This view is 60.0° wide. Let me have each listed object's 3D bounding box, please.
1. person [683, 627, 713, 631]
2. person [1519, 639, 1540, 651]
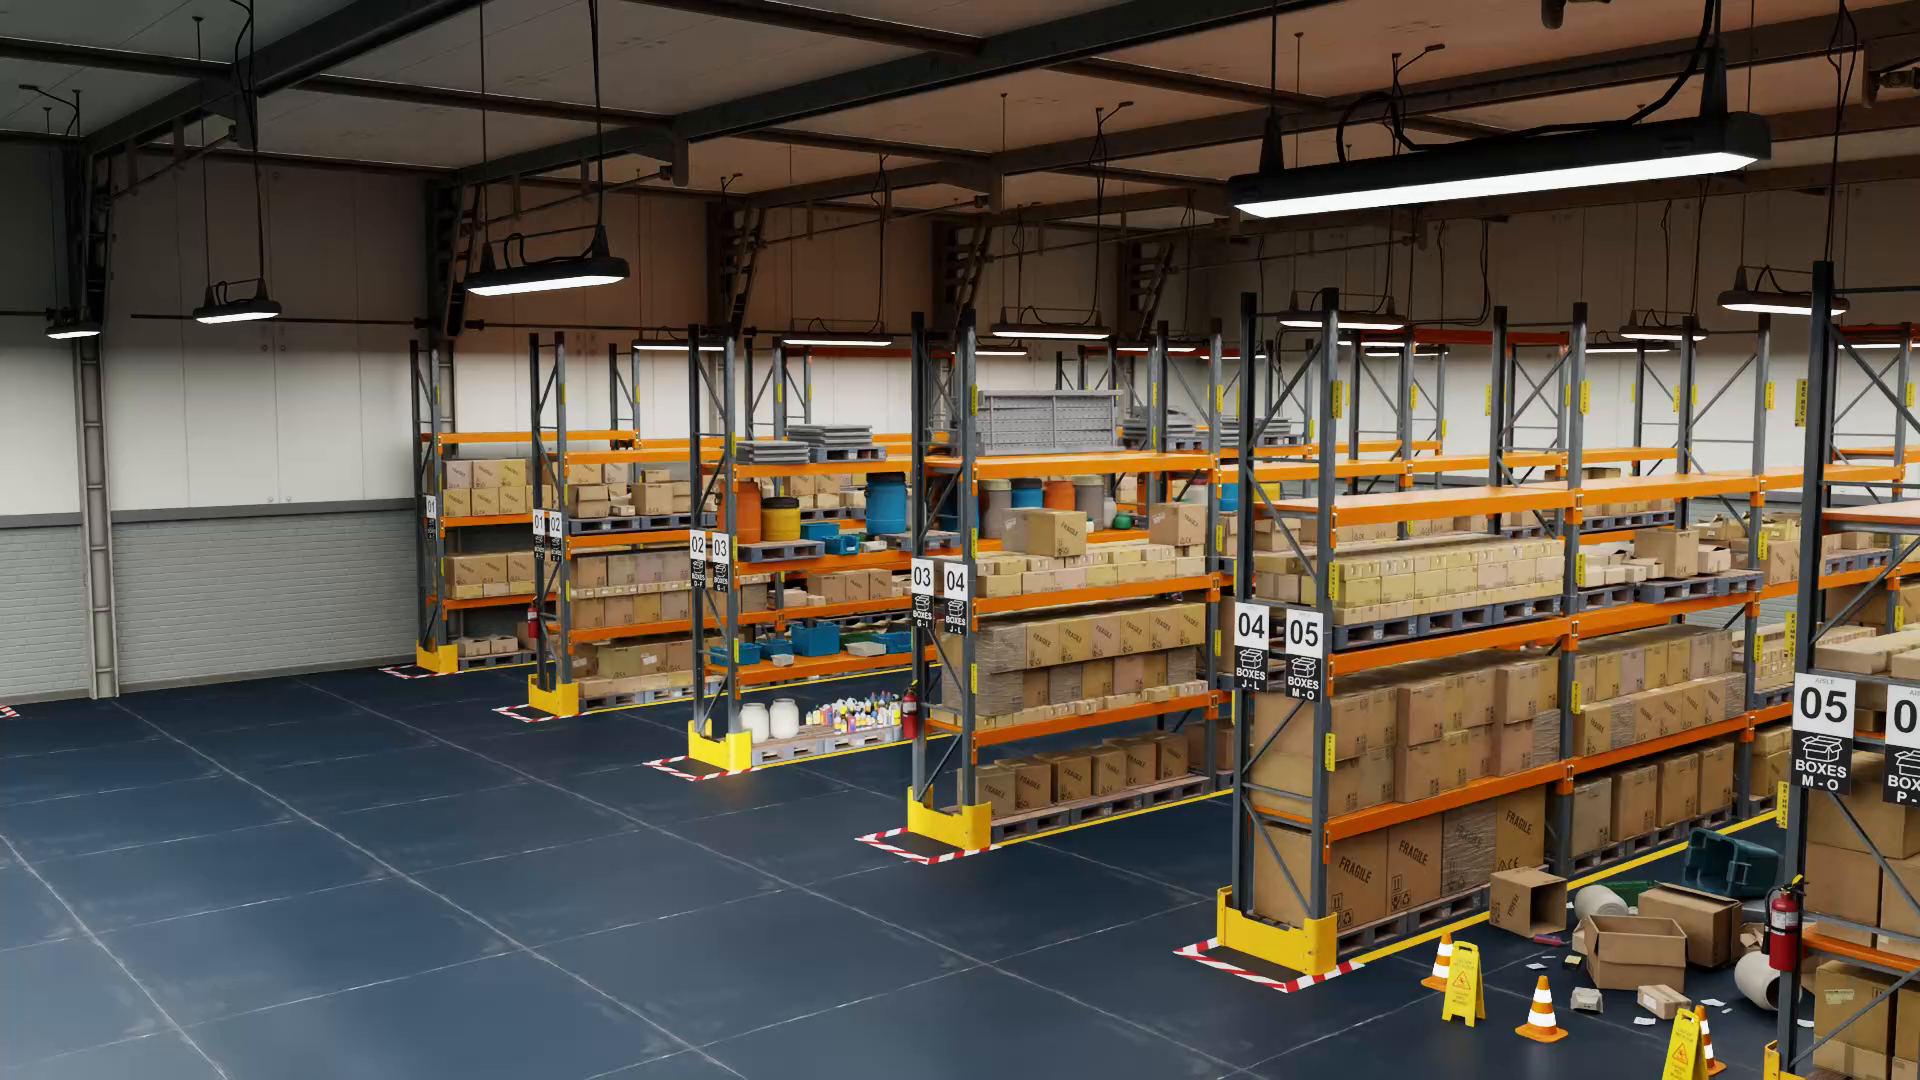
[{"bbox_3d":[-4.734,1.514,30.230,0.701,1.798,0.515,-1,5,-13],"label":"person"},{"bbox_3d":[8.030,2.096,23.589,0.992,1.744,0.662,-4,7,-40],"label":"person"}]
